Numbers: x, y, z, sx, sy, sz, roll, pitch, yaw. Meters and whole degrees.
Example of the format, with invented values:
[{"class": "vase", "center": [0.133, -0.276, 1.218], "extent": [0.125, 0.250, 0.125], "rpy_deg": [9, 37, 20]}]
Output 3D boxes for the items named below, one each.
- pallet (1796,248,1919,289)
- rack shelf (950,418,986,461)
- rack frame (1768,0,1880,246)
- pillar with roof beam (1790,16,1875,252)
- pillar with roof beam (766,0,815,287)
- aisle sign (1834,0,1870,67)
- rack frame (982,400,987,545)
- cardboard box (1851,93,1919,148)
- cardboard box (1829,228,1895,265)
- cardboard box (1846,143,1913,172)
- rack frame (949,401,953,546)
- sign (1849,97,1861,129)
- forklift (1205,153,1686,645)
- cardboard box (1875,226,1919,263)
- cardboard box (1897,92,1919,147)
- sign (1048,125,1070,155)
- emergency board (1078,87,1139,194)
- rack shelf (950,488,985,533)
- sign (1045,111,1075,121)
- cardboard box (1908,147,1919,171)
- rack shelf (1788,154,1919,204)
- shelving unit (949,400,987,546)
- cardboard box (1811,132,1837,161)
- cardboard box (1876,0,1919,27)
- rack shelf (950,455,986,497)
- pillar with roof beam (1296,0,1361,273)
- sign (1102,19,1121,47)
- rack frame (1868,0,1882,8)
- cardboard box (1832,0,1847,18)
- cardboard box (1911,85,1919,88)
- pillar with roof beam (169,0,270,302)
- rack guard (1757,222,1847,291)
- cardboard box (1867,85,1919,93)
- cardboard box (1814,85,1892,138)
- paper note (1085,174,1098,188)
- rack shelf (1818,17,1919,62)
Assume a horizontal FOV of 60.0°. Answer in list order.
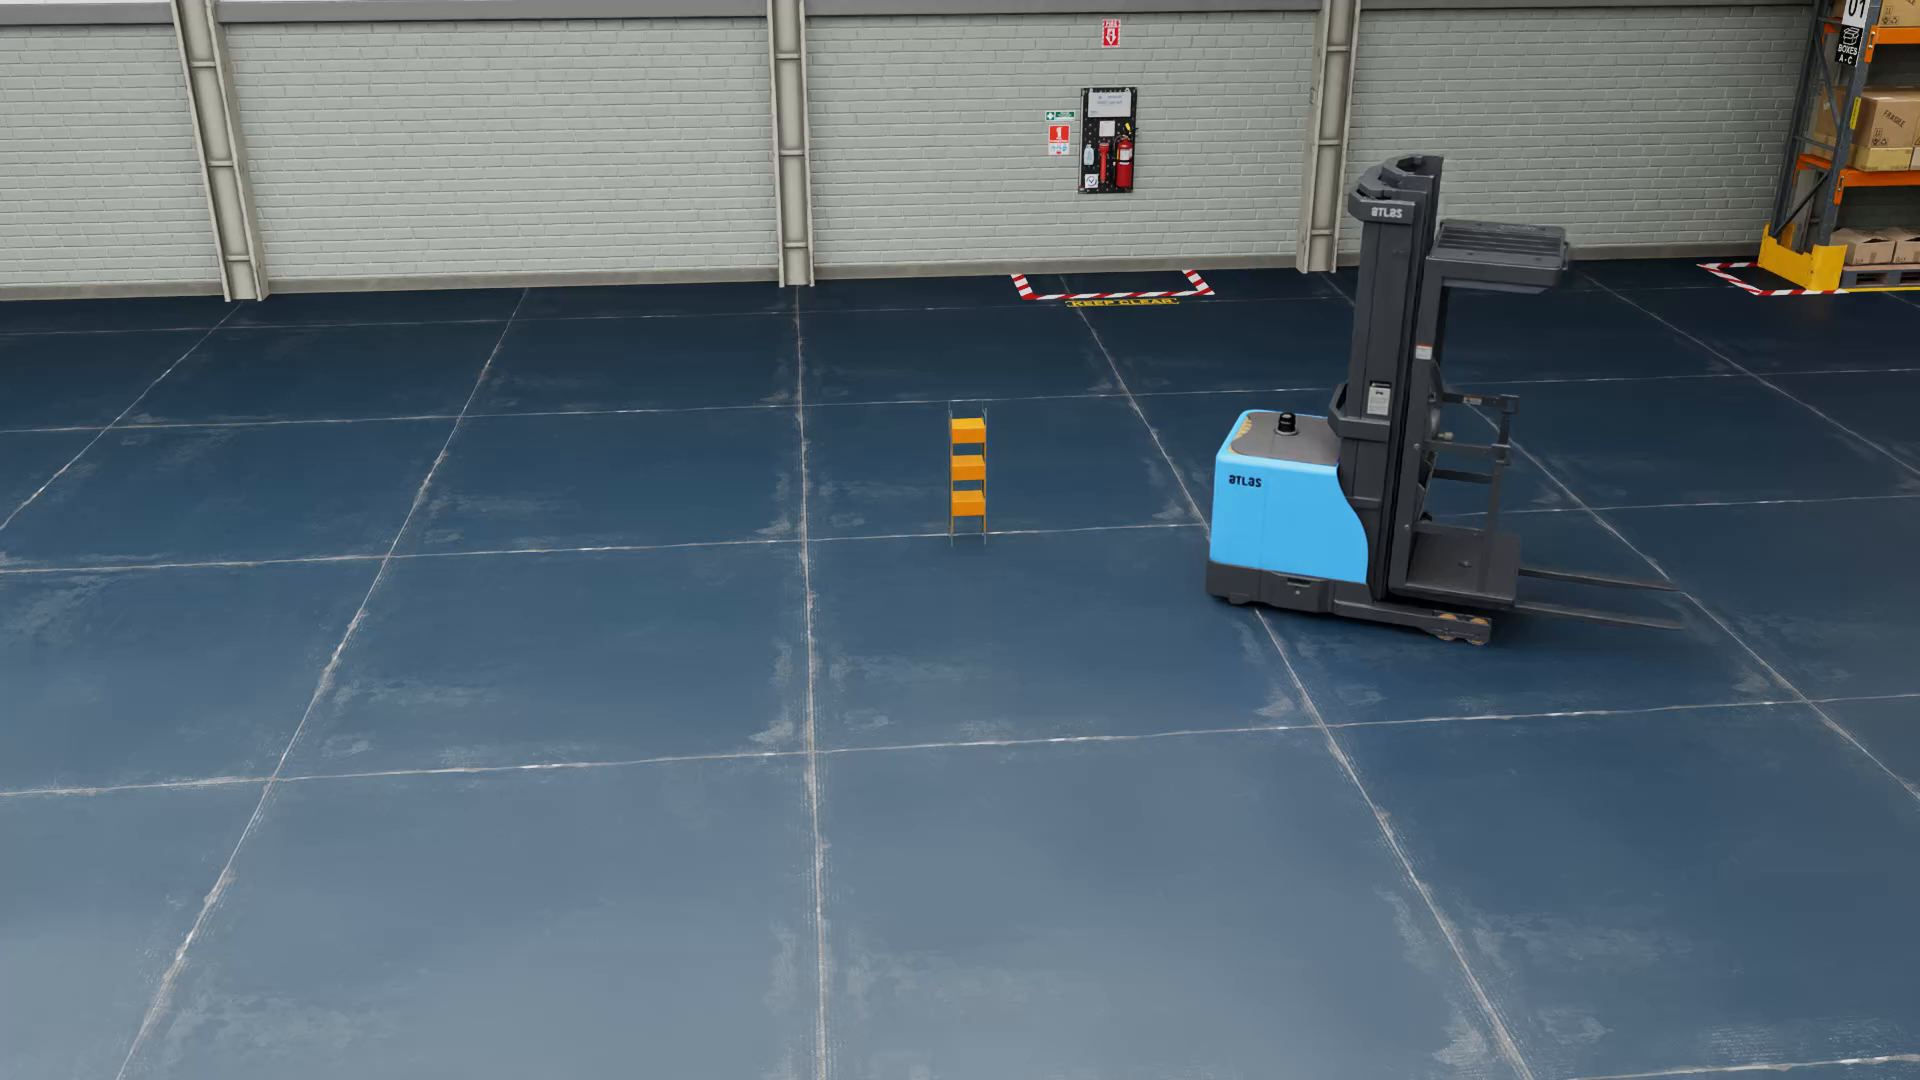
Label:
[{"class": "pallet", "center": [10.376, -3.122, 19.014], "extent": [1.213, 0.211, 1.003], "rpy_deg": [-2, 24, -5]}, {"class": "rack shelf", "center": [0.053, -0.732, 11.931], "extent": [0.240, 0.259, 0.215], "rpy_deg": [-2, 24, -5]}, {"class": "rack frame", "center": [9.489, -4.375, 18.400], "extent": [0.127, 3.000, 1.000], "rpy_deg": [-2, 24, -5]}, {"class": "pillar with roof beam", "center": [10.524, -5.754, 14.116], "extent": [0.400, 9.000, 9.100], "rpy_deg": [-2, 24, -5]}, {"class": "pillar with roof beam", "center": [-1.418, -5.275, 13.039], "extent": [0.400, 9.000, 9.100], "rpy_deg": [-2, 24, -5]}, {"class": "aisle sign", "center": [9.447, -5.439, 17.593], "extent": [0.004, 0.787, 0.394], "rpy_deg": [-2, 24, -5]}, {"class": "rack frame", "center": [0.175, -0.487, 12.053], "extent": [0.008, 1.050, 0.200], "rpy_deg": [-2, 24, -5]}, {"class": "cardboard box", "center": [9.994, -4.556, 18.044], "extent": [0.500, 0.500, 0.500], "rpy_deg": [-2, 24, -5]}, {"class": "cardboard box", "center": [10.186, -3.339, 18.837], "extent": [0.500, 0.311, 0.500], "rpy_deg": [-5, 24, -11]}, {"class": "cardboard box", "center": [10.006, -4.207, 18.182], "extent": [0.500, 0.250, 0.500], "rpy_deg": [-3, 24, -7]}, {"class": "rack frame", "center": [-0.068, -0.477, 12.031], "extent": [0.008, 1.050, 0.200], "rpy_deg": [-2, 24, -5]}, {"class": "sign", "center": [9.542, -4.551, 17.731], "extent": [0.005, 0.325, 0.100], "rpy_deg": [-2, 24, -5]}, {"class": "forklift", "center": [3.243, -0.906, 10.681], "extent": [3.031, 2.935, 1.130], "rpy_deg": [8, 25, 18]}, {"class": "cardboard box", "center": [10.754, -3.361, 18.888], "extent": [0.500, 0.311, 0.500], "rpy_deg": [0, 24, -1]}, {"class": "cardboard box", "center": [10.486, -4.572, 18.079], "extent": [0.500, 0.500, 0.500], "rpy_deg": [-2, 24, -5]}, {"class": "sign", "center": [1.106, -4.466, 18.560], "extent": [0.234, 0.329, 0.001], "rpy_deg": [-2, 24, -5]}, {"class": "emergency board", "center": [1.667, -4.430, 18.524], "extent": [0.643, 1.169, 0.194], "rpy_deg": [-2, 24, -5]}, {"class": "rack shelf", "center": [0.053, -0.218, 12.159], "extent": [0.240, 0.259, 0.215], "rpy_deg": [-2, 24, -5]}, {"class": "sign", "center": [1.112, -4.705, 18.445], "extent": [0.331, 0.109, 0.001], "rpy_deg": [-2, 24, -5]}, {"class": "cardboard box", "center": [10.521, -4.233, 18.241], "extent": [0.500, 0.250, 0.500], "rpy_deg": [-3, 24, -7]}, {"class": "rack shelf", "center": [11.479, -4.126, 18.726], "extent": [4.000, 0.370, 1.077], "rpy_deg": [-2, 24, -5]}, {"class": "shelving unit", "center": [0.053, -0.482, 12.042], "extent": [0.252, 1.050, 0.215], "rpy_deg": [-2, 24, -5]}, {"class": "cardboard box", "center": [9.935, -4.413, 18.645], "extent": [0.500, 0.250, 0.500], "rpy_deg": [-2, 24, -4]}, {"class": "cardboard box", "center": [9.846, -5.713, 17.569], "extent": [0.500, 0.500, 0.500], "rpy_deg": [-2, 24, -4]}, {"class": "rack shelf", "center": [0.053, -0.472, 12.046], "extent": [0.240, 0.259, 0.215], "rpy_deg": [-2, 24, -5]}, {"class": "pillar with roof beam", "center": [4.553, -5.515, 13.577], "extent": [0.400, 9.000, 9.100], "rpy_deg": [-2, 24, -5]}, {"class": "sign", "center": [1.649, -5.529, 18.143], "extent": [0.199, 0.298, 0.001], "rpy_deg": [-2, 24, -5]}, {"class": "rack frame", "center": [9.489, -7.117, 17.182], "extent": [0.127, 3.000, 1.000], "rpy_deg": [-2, 24, -5]}, {"class": "cardboard box", "center": [9.879, -5.920, 18.034], "extent": [0.500, 0.500, 0.500], "rpy_deg": [-1, 24, -1]}, {"class": "cardboard box", "center": [10.953, -4.802, 18.597], "extent": [0.500, 0.500, 0.500], "rpy_deg": [-3, 24, -7]}, {"class": "pillar with roof beam", "center": [-7.389, -5.035, 12.500], "extent": [0.400, 9.000, 9.100], "rpy_deg": [-2, 24, -5]}, {"class": "rack guard", "center": [9.565, -3.236, 18.915], "extent": [0.348, 0.500, 1.175], "rpy_deg": [-2, 24, -5]}, {"class": "cardboard box", "center": [10.439, -4.779, 18.546], "extent": [0.500, 0.500, 0.500], "rpy_deg": [-2, 24, -4]}, {"class": "cardboard box", "center": [9.937, -4.763, 18.510], "extent": [0.500, 0.500, 0.500], "rpy_deg": [-3, 24, -6]}, {"class": "paper note", "center": [1.484, -4.048, 18.749], "extent": [0.142, 0.148, 0.016], "rpy_deg": [-2, 24, -5]}, {"class": "rack shelf", "center": [11.479, -5.497, 18.117], "extent": [4.000, 0.370, 1.077], "rpy_deg": [-2, 24, -5]}]
